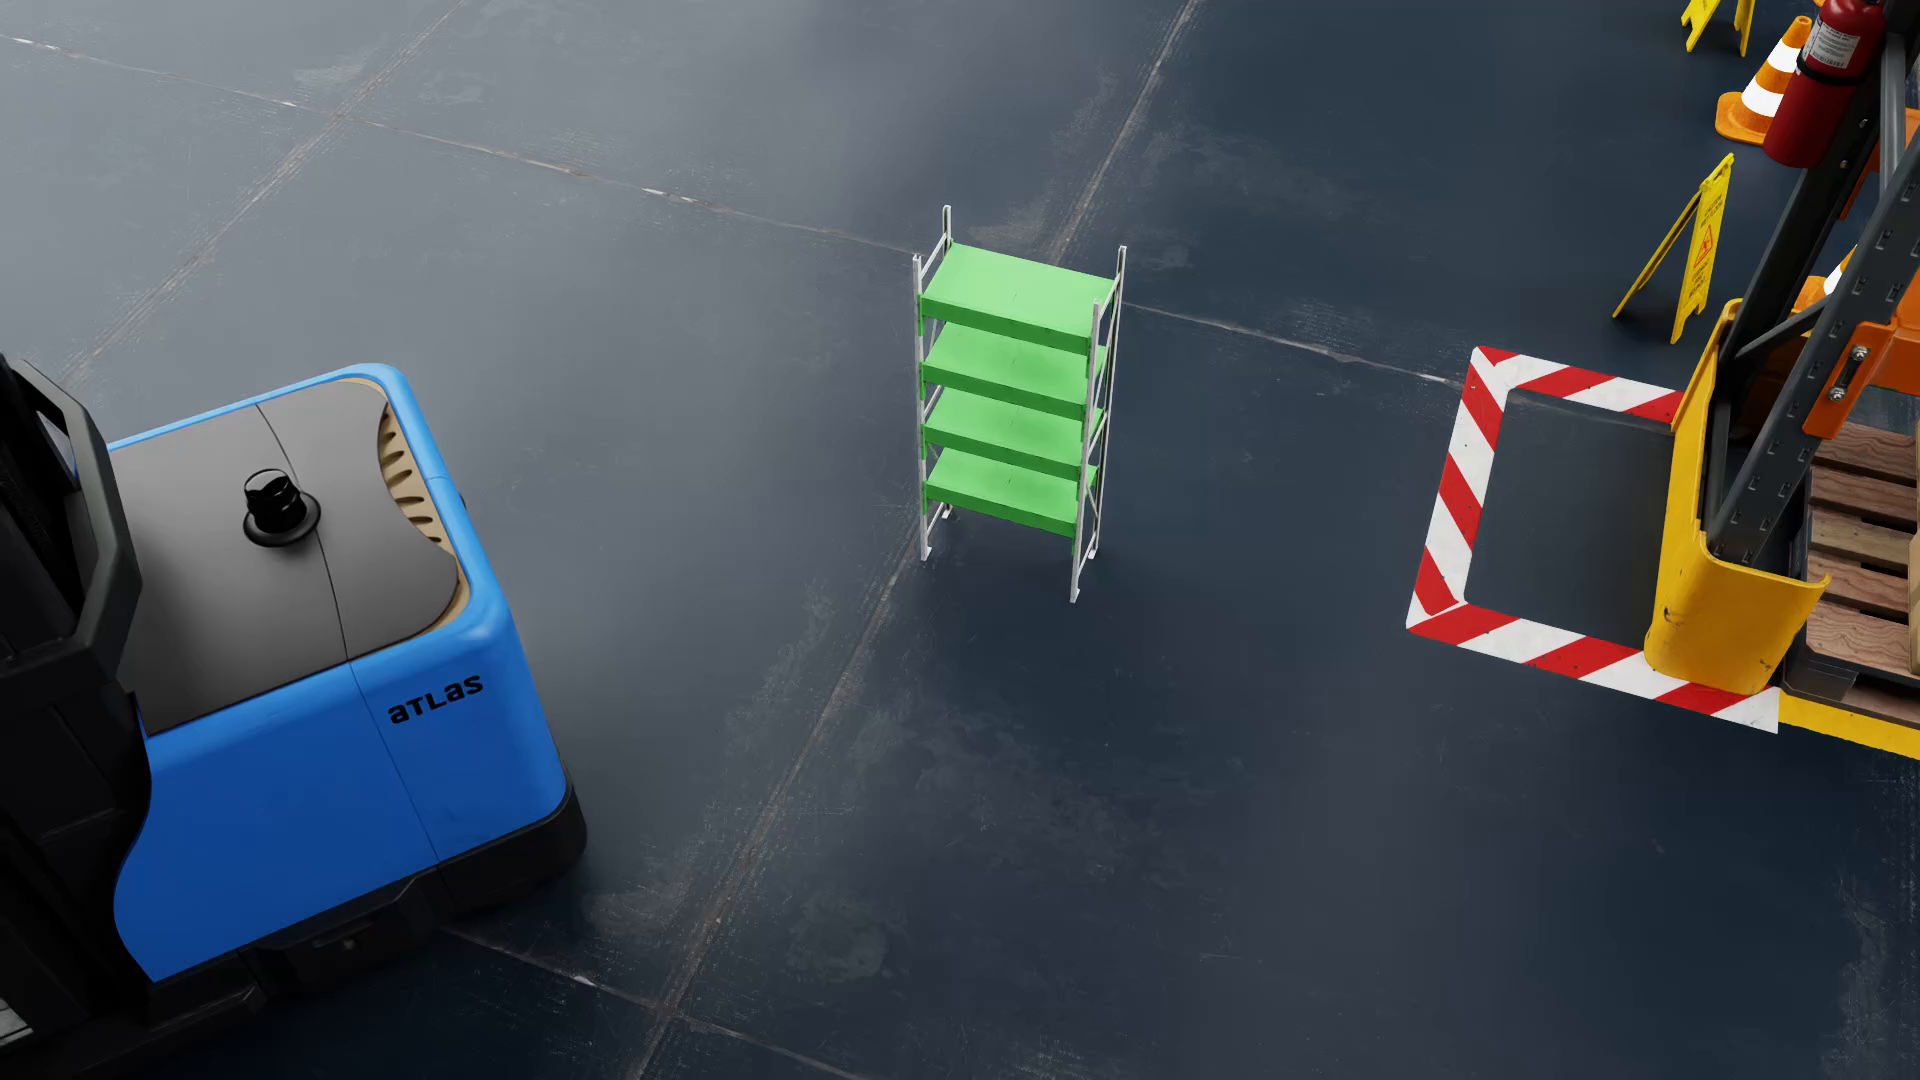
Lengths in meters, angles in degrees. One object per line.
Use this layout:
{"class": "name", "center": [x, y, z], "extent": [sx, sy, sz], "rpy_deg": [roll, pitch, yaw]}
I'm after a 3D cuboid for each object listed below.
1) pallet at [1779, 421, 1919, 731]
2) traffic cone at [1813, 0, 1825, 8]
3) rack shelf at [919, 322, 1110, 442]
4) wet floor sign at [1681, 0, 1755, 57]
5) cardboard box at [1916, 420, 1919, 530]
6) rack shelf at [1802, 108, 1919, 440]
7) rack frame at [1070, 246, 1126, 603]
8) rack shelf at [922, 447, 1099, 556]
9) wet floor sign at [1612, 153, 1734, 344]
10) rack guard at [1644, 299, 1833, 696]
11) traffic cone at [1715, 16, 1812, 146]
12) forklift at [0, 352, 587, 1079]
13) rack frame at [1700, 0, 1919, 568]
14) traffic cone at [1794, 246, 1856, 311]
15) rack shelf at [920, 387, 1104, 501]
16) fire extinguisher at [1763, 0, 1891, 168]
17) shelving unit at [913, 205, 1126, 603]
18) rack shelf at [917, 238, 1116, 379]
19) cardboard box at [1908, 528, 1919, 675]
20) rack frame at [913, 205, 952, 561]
{"class": "pallet", "center": [3.132, 0.179, 4.955], "extent": [1.213, 0.211, 1.003], "rpy_deg": [16, 51, 13]}
{"class": "traffic cone", "center": [3.937, -2.550, 7.154], "extent": [0.334, 0.463, 0.336], "rpy_deg": [16, 51, 13]}
{"class": "rack shelf", "center": [0.155, -0.465, 4.626], "extent": [0.480, 0.148, 0.258], "rpy_deg": [16, 51, 13]}
{"class": "wet floor sign", "center": [3.218, -2.360, 6.868], "extent": [0.232, 0.644, 0.267], "rpy_deg": [8, 50, 7]}
{"class": "cardboard box", "center": [3.185, -0.201, 4.981], "extent": [0.500, 0.250, 0.500], "rpy_deg": [15, 51, 13]}
{"class": "rack shelf", "center": [4.187, -0.232, 3.942], "extent": [4.000, 0.370, 1.077], "rpy_deg": [16, 51, 13]}
{"class": "rack frame", "center": [0.384, -0.286, 4.704], "extent": [0.015, 1.200, 0.240], "rpy_deg": [16, 51, 13]}
{"class": "rack shelf", "center": [0.155, -0.151, 4.989], "extent": [0.480, 0.148, 0.258], "rpy_deg": [16, 51, 13]}
{"class": "wet floor sign", "center": [2.503, -1.029, 5.715], "extent": [0.232, 0.644, 0.267], "rpy_deg": [33, 57, 25]}
{"class": "rack guard", "center": [2.382, -0.153, 5.052], "extent": [0.348, 0.500, 1.175], "rpy_deg": [16, 51, 13]}
{"class": "traffic cone", "center": [3.227, -1.838, 6.537], "extent": [0.334, 0.463, 0.336], "rpy_deg": [16, 51, 13]}
{"class": "forklift", "center": [-2.546, 0.111, 3.215], "extent": [3.031, 2.935, 1.130], "rpy_deg": [-22, 53, -18]}
{"class": "rack frame", "center": [2.311, -0.992, 4.124], "extent": [0.127, 3.000, 1.000], "rpy_deg": [16, 51, 13]}
{"class": "traffic cone", "center": [3.161, -0.963, 5.778], "extent": [0.334, 0.463, 0.336], "rpy_deg": [16, 51, 13]}
{"class": "rack shelf", "center": [0.155, -0.308, 4.807], "extent": [0.480, 0.148, 0.258], "rpy_deg": [16, 51, 13]}
{"class": "fire extinguisher", "center": [2.363, -1.323, 4.463], "extent": [0.183, 0.674, 0.296], "rpy_deg": [16, 51, 13]}
{"class": "shelving unit", "center": [0.155, -0.350, 4.759], "extent": [0.503, 1.200, 0.258], "rpy_deg": [16, 51, 13]}
{"class": "rack shelf", "center": [0.155, -0.622, 4.445], "extent": [0.480, 0.148, 0.258], "rpy_deg": [16, 51, 13]}
{"class": "cardboard box", "center": [2.971, 0.179, 4.652], "extent": [0.500, 0.250, 0.500], "rpy_deg": [15, 51, 13]}
{"class": "rack frame", "center": [-0.074, -0.414, 4.814], "extent": [0.015, 1.200, 0.240], "rpy_deg": [16, 51, 13]}
